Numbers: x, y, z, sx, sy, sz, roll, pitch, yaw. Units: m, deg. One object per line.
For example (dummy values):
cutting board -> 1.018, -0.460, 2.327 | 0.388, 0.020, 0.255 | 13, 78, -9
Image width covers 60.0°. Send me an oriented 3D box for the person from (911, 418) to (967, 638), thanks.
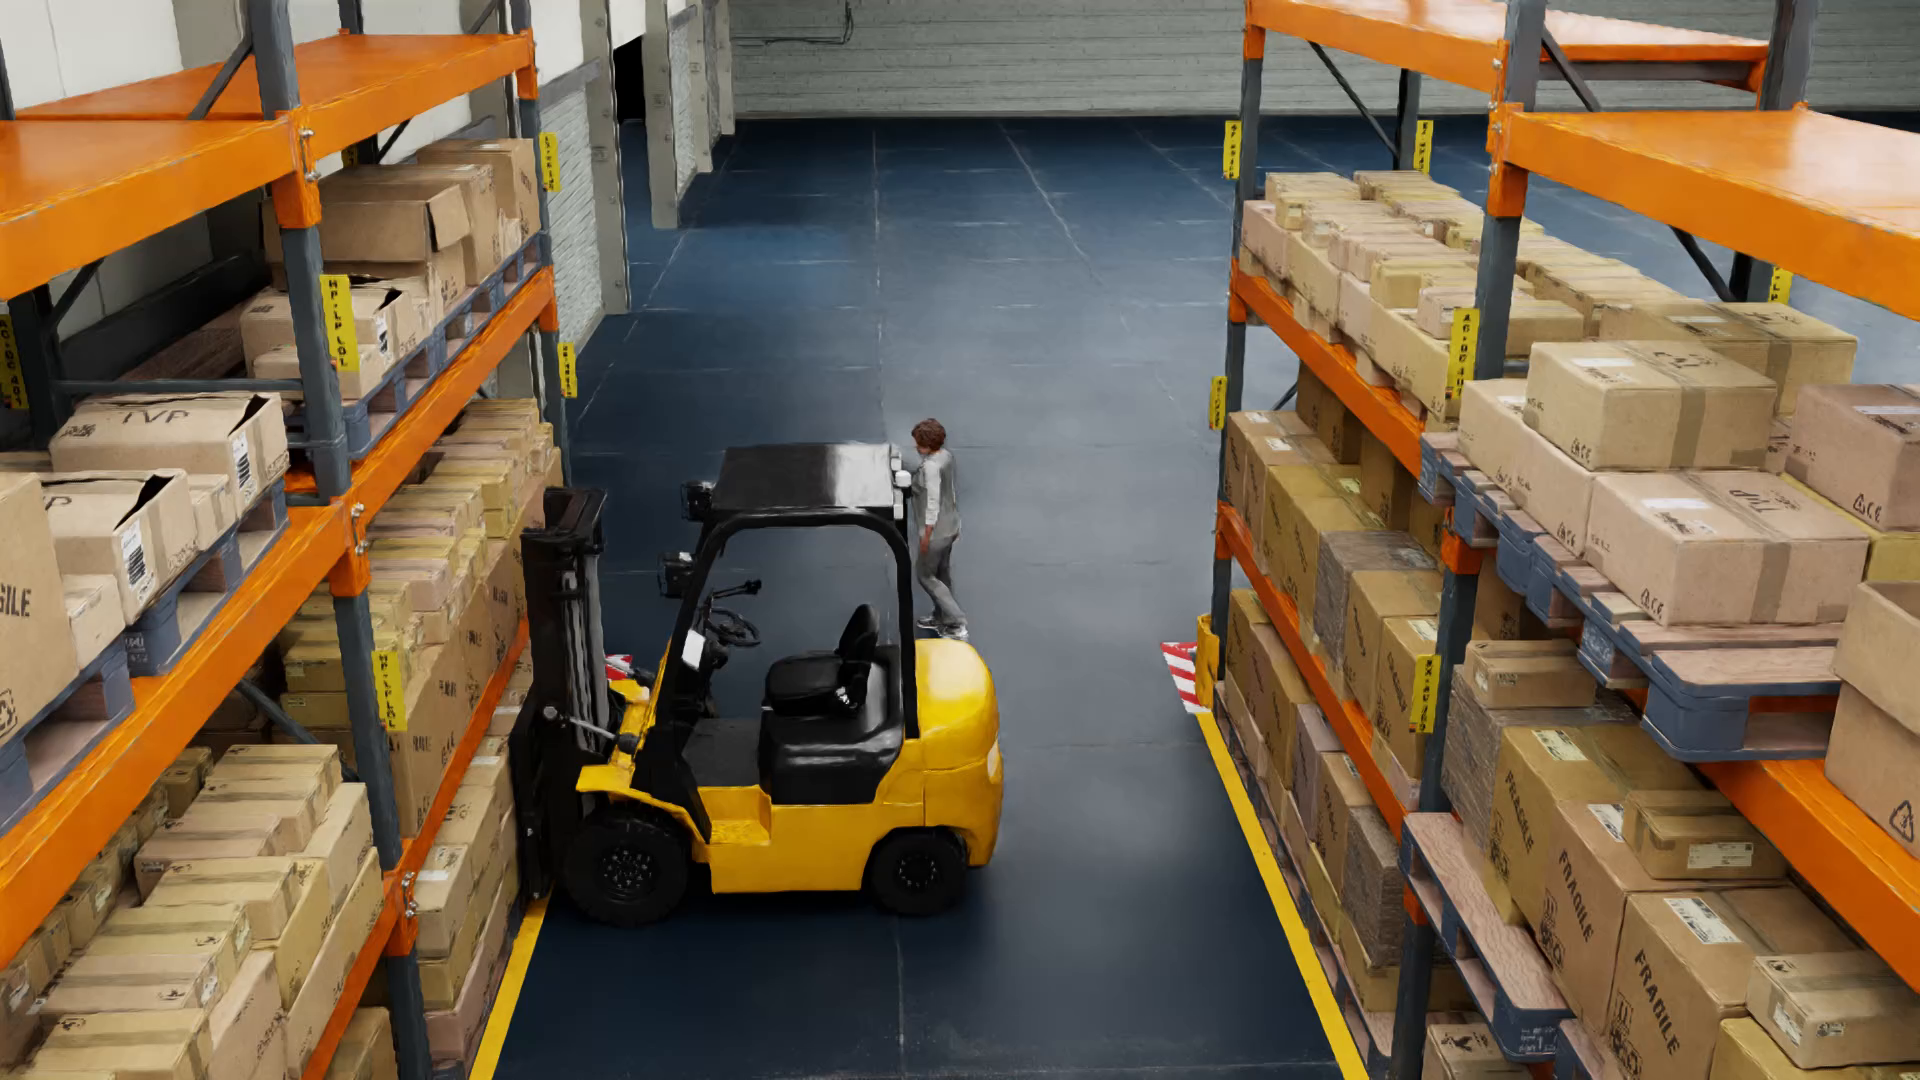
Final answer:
person -> -0.147, -0.052, 11.259 | 0.440, 1.580, 0.485 | 6, 21, 15
